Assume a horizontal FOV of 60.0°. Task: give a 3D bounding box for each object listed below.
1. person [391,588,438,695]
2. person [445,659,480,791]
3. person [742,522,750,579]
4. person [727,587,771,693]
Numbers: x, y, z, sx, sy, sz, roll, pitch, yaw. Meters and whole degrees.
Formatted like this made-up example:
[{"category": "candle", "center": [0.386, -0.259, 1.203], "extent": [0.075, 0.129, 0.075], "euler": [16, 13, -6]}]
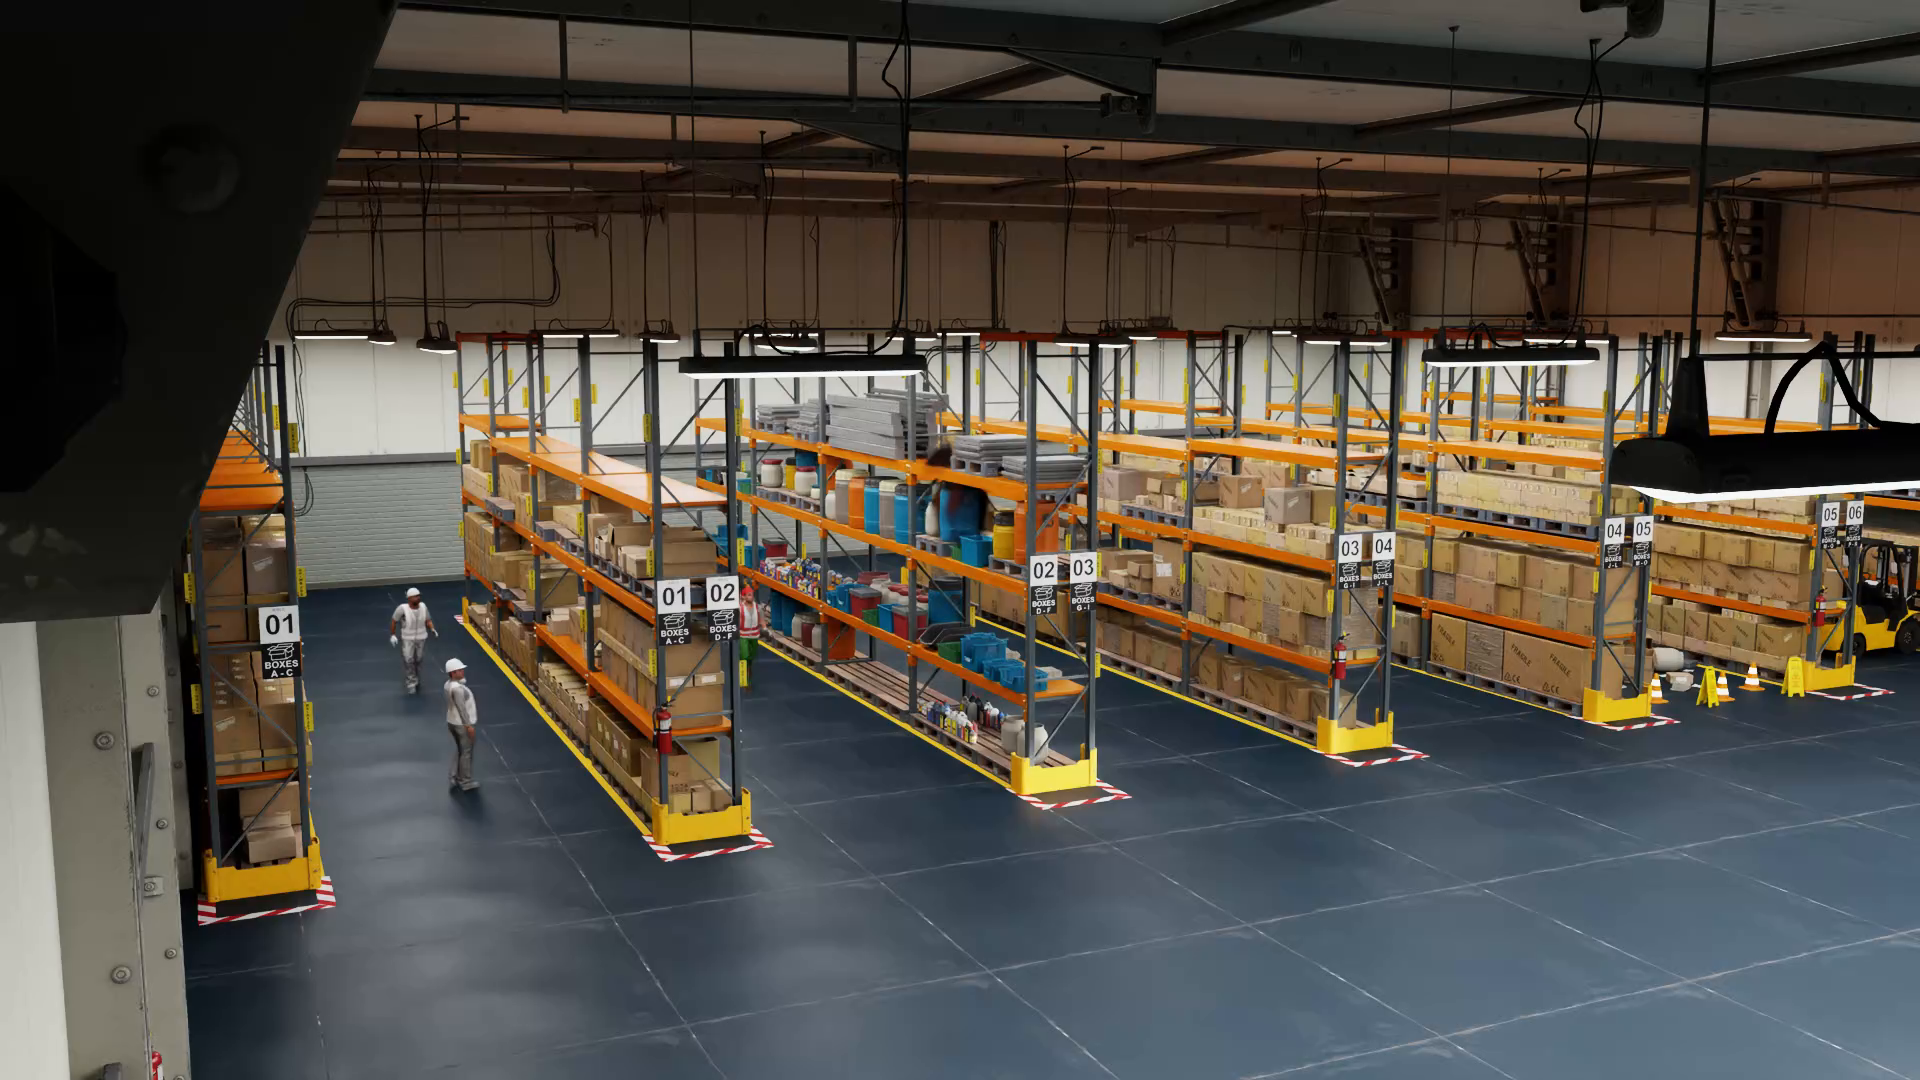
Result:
[{"category": "person", "center": [-9.276, 1.706, 28.230], "extent": [0.734, 1.808, 0.878], "euler": [-4, 8, -25]}, {"category": "person", "center": [-6.670, 2.463, 22.263], "extent": [0.410, 1.784, 0.555], "euler": [-7, 11, -44]}, {"category": "person", "center": [-5.040, 0.377, 38.056], "extent": [0.498, 1.639, 0.494], "euler": [2, 8, 15]}, {"category": "person", "center": [-3.621, 1.692, 28.318], "extent": [0.669, 1.812, 0.877], "euler": [-4, 8, -24]}]
